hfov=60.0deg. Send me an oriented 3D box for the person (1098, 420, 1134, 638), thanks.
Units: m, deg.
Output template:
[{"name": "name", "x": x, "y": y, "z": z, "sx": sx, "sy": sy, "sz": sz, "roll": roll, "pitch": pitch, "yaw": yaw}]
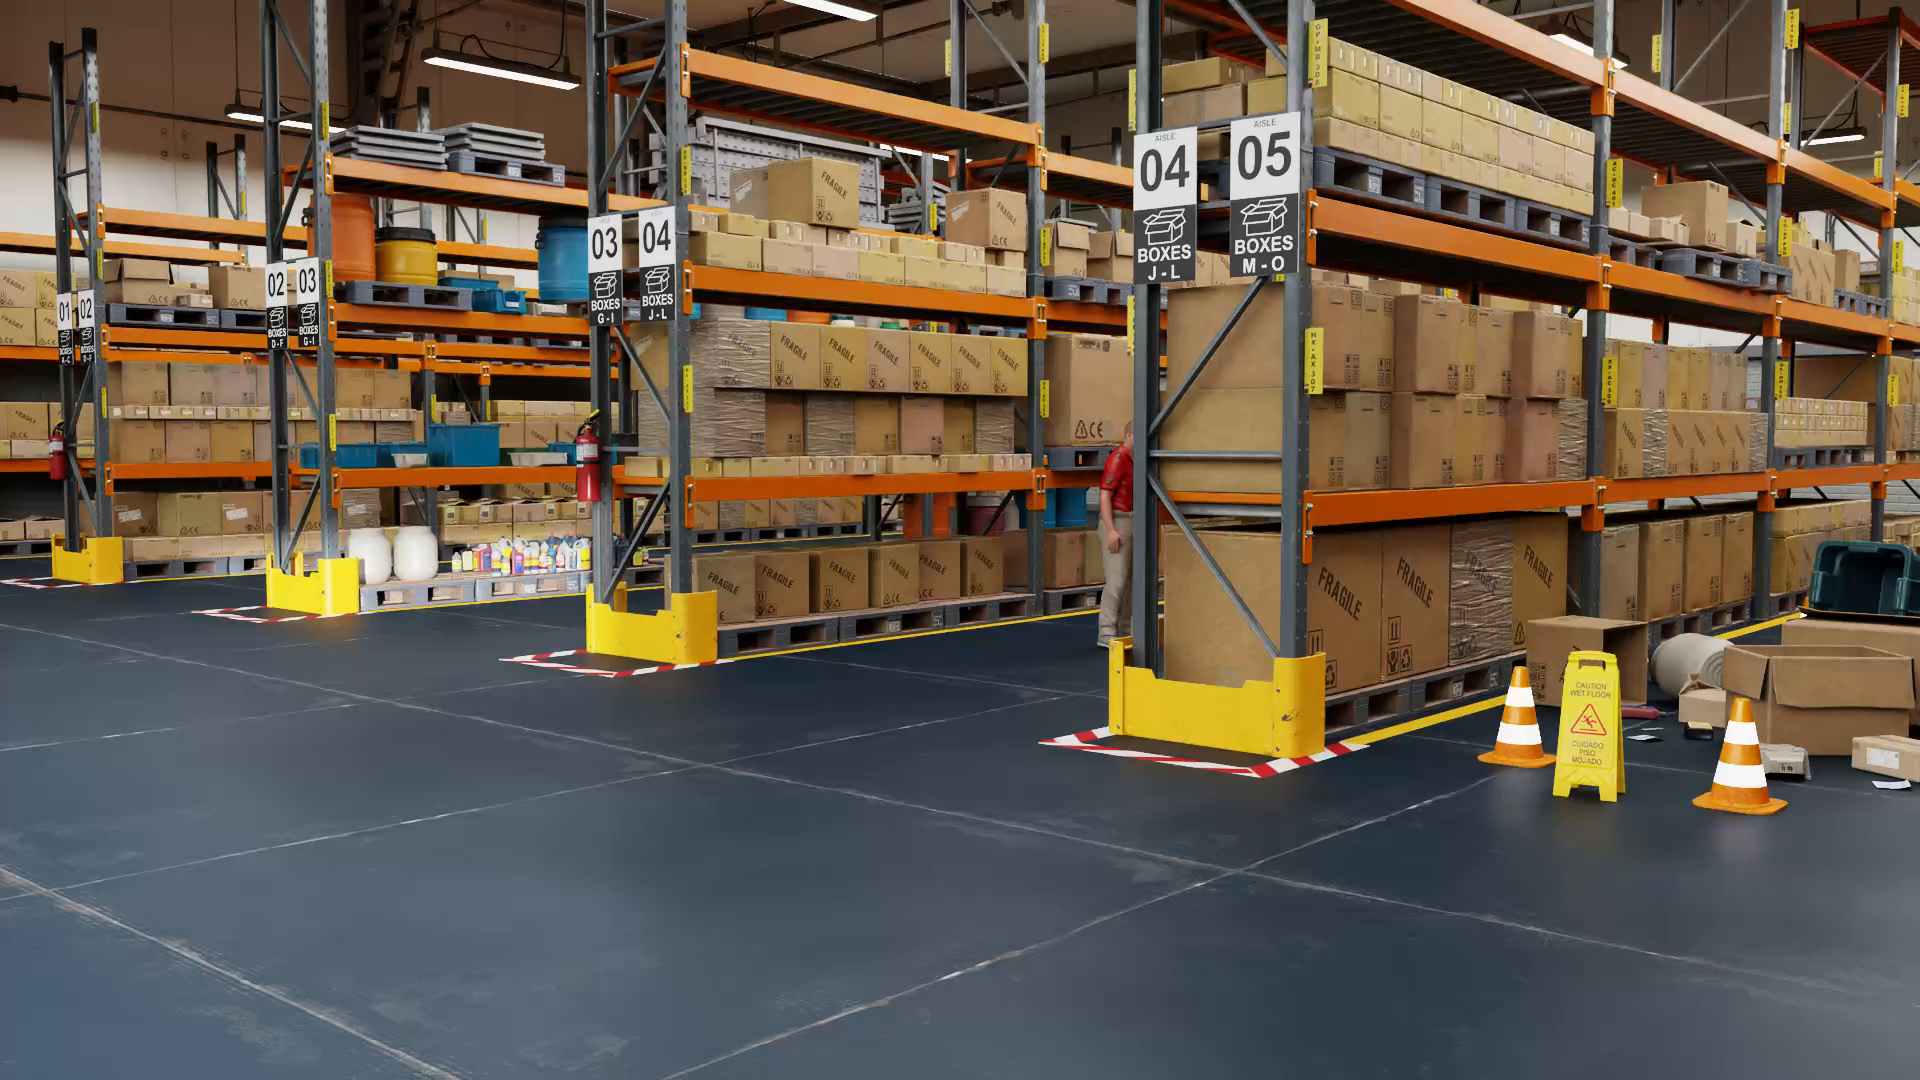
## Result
[{"name": "person", "x": 1.271, "y": -0.088, "z": 12.697, "sx": 0.372, "sy": 1.657, "sz": 0.593, "roll": 3, "pitch": 4, "yaw": 38}]
